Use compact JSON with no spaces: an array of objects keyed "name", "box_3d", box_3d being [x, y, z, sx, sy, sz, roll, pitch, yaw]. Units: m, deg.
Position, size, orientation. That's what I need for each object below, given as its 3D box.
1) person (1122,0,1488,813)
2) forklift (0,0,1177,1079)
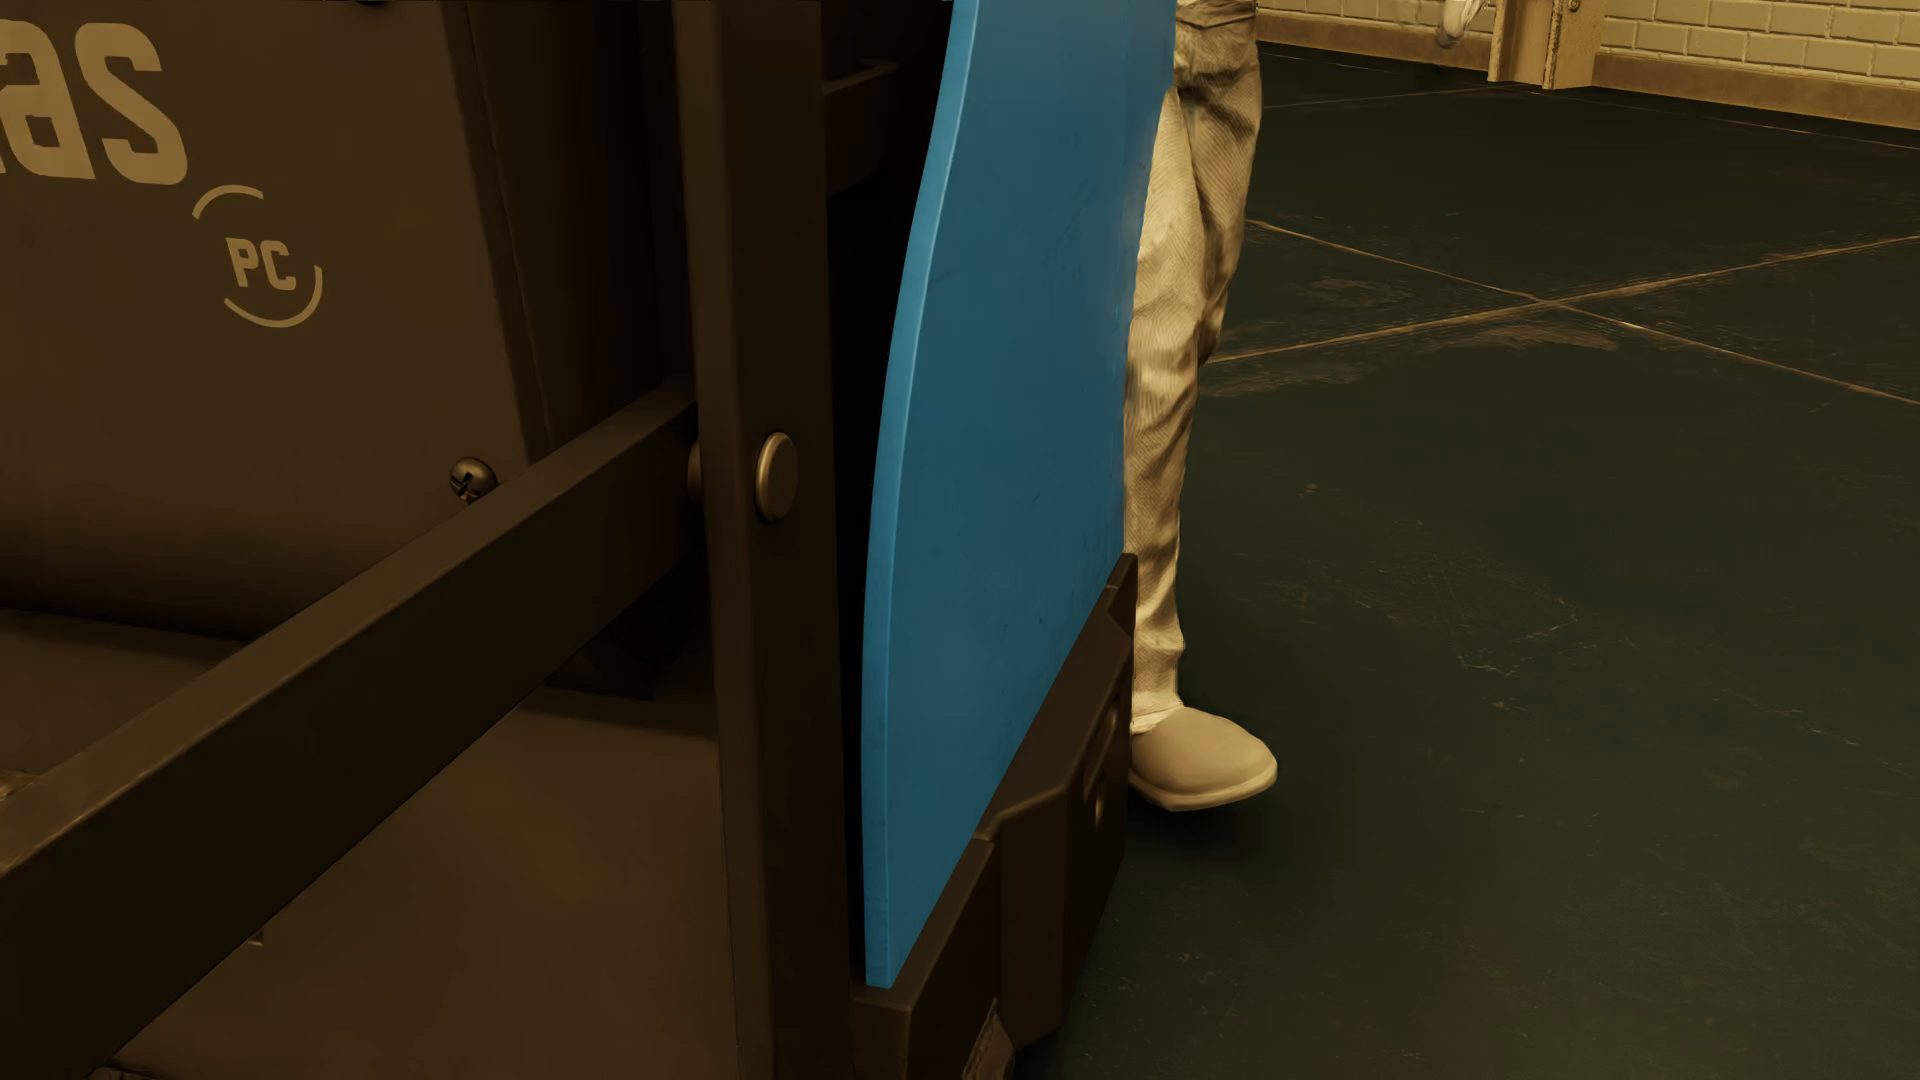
[{"name":"person","box_3d":[0.157,-0.583,1.836,0.823,1.719,0.727,21,30,41]},{"name":"forklift","box_3d":[-0.665,-0.662,0.386,1.130,2.935,3.031,6,23,15]}]
